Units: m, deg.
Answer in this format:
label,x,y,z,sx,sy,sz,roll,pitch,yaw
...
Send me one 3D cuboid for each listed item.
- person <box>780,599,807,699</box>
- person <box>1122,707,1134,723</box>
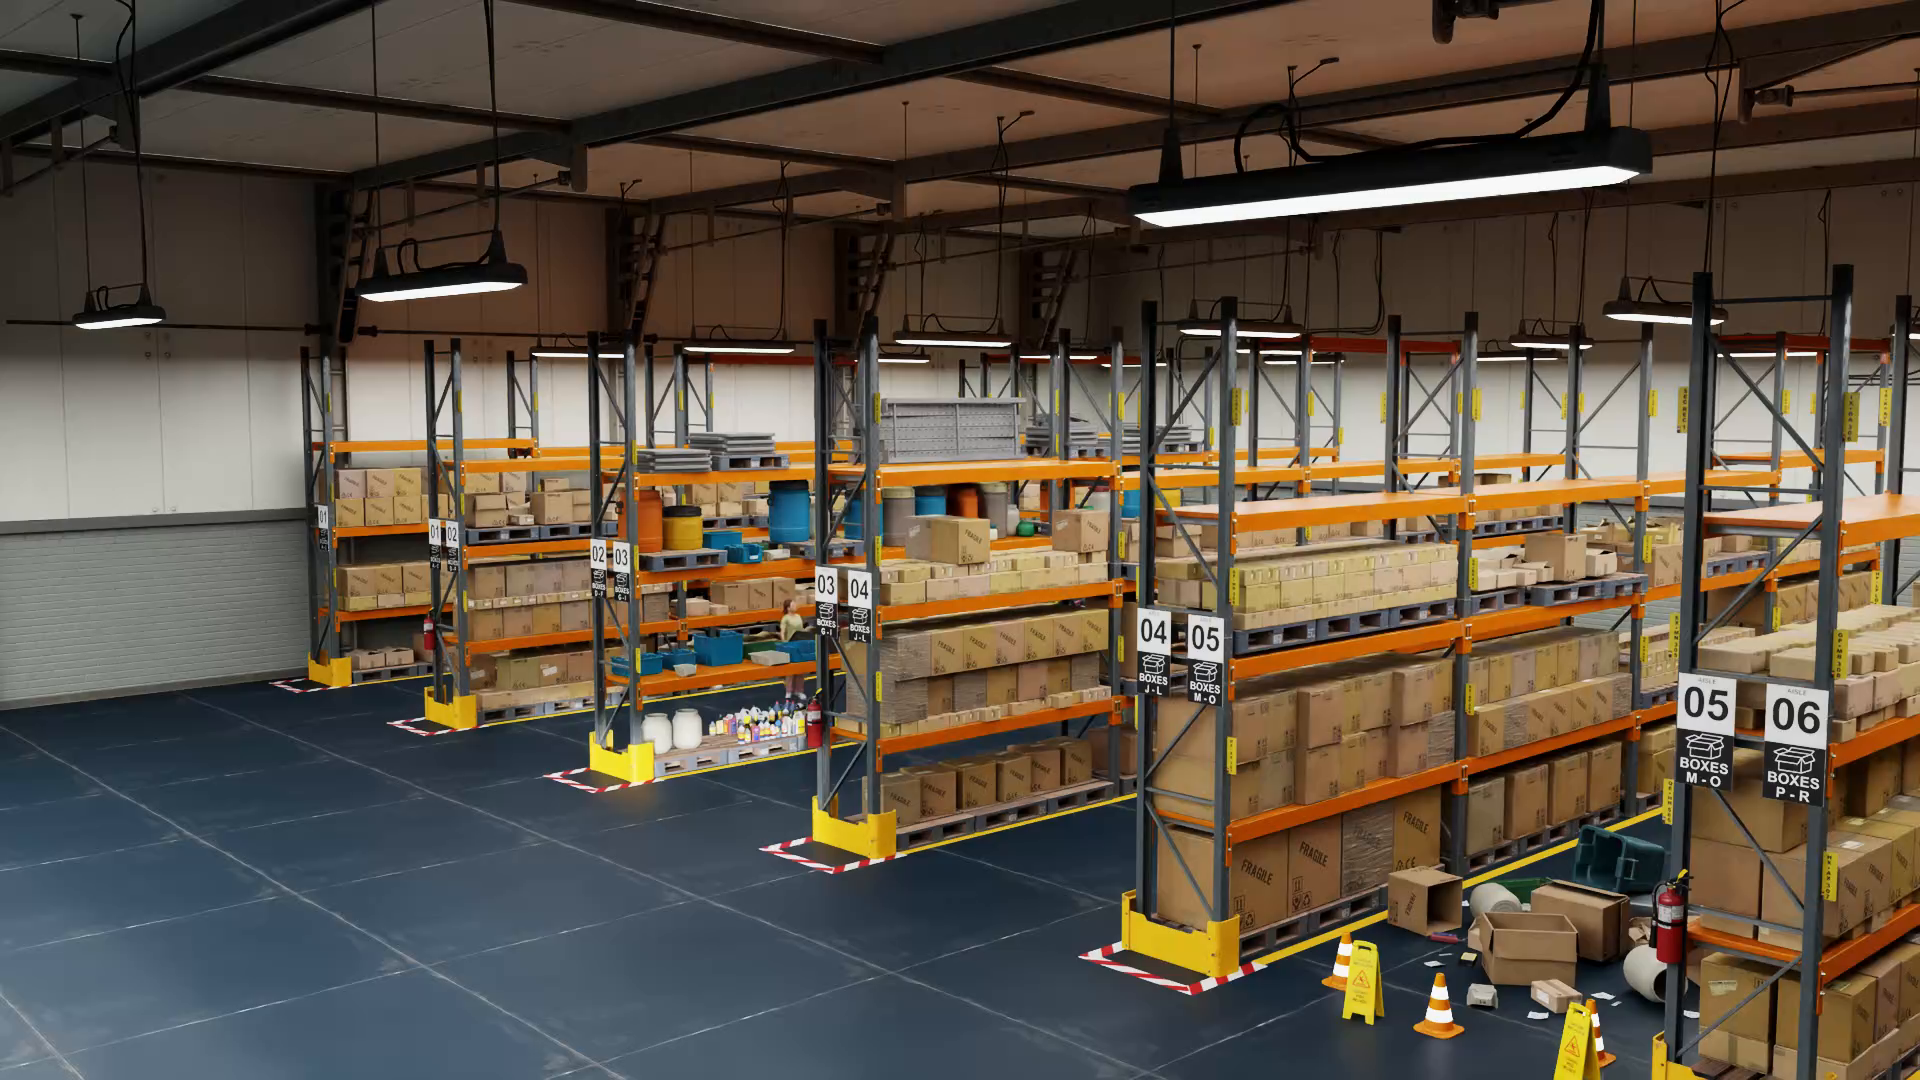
label,x,y,z,sx,sy,sz,roll,pitch,yaw
person,-2.799,1.854,28.159,0.548,1.711,0.512,-3,6,-33
person,2.625,2.064,25.517,0.624,1.764,0.594,4,7,41
